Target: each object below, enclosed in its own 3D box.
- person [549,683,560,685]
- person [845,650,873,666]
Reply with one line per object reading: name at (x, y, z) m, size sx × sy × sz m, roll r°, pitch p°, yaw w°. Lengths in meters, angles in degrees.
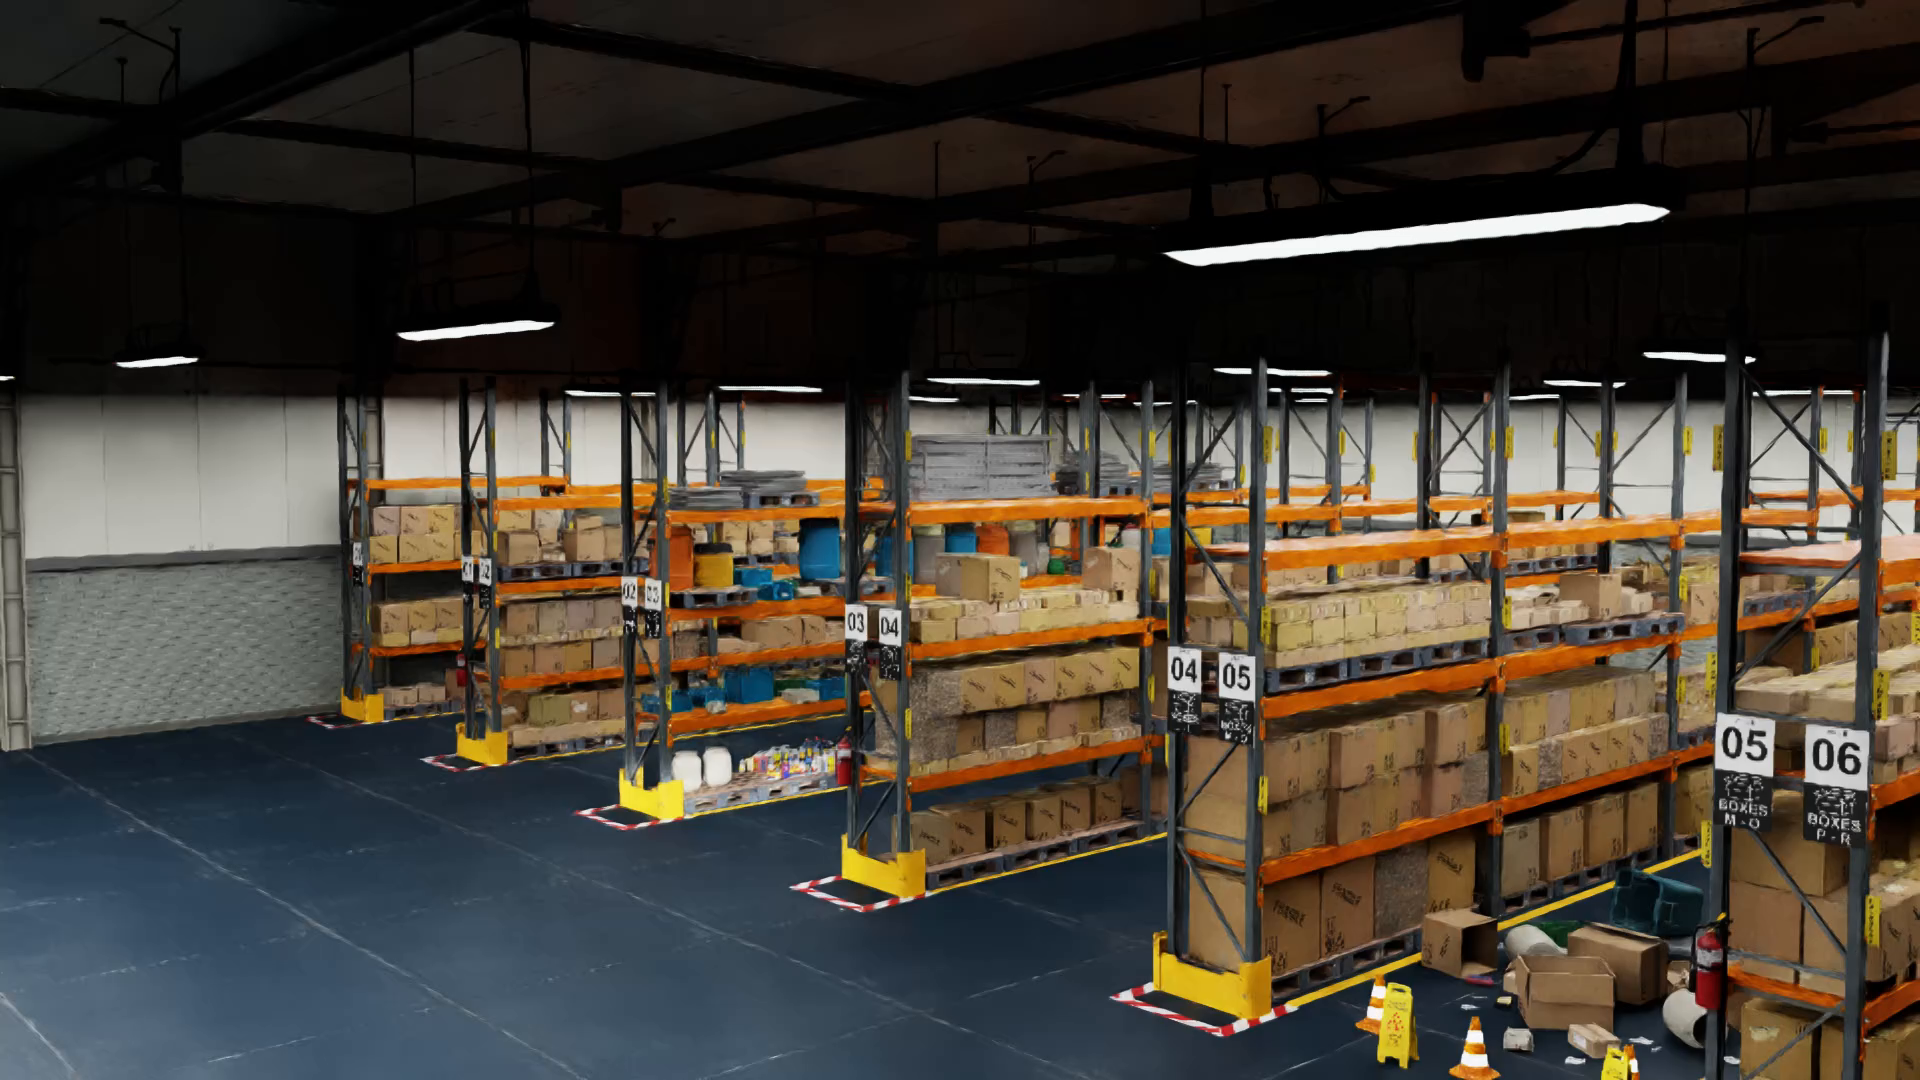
person at (-7.251, 2.409, 29.411) m, size 0.483 × 1.615 × 0.993 m, roll 3°, pitch 5°, yaw 40°
person at (-2.002, 2.111, 33.316) m, size 1.193 × 1.700 × 0.588 m, roll -4°, pitch 5°, yaw -44°
